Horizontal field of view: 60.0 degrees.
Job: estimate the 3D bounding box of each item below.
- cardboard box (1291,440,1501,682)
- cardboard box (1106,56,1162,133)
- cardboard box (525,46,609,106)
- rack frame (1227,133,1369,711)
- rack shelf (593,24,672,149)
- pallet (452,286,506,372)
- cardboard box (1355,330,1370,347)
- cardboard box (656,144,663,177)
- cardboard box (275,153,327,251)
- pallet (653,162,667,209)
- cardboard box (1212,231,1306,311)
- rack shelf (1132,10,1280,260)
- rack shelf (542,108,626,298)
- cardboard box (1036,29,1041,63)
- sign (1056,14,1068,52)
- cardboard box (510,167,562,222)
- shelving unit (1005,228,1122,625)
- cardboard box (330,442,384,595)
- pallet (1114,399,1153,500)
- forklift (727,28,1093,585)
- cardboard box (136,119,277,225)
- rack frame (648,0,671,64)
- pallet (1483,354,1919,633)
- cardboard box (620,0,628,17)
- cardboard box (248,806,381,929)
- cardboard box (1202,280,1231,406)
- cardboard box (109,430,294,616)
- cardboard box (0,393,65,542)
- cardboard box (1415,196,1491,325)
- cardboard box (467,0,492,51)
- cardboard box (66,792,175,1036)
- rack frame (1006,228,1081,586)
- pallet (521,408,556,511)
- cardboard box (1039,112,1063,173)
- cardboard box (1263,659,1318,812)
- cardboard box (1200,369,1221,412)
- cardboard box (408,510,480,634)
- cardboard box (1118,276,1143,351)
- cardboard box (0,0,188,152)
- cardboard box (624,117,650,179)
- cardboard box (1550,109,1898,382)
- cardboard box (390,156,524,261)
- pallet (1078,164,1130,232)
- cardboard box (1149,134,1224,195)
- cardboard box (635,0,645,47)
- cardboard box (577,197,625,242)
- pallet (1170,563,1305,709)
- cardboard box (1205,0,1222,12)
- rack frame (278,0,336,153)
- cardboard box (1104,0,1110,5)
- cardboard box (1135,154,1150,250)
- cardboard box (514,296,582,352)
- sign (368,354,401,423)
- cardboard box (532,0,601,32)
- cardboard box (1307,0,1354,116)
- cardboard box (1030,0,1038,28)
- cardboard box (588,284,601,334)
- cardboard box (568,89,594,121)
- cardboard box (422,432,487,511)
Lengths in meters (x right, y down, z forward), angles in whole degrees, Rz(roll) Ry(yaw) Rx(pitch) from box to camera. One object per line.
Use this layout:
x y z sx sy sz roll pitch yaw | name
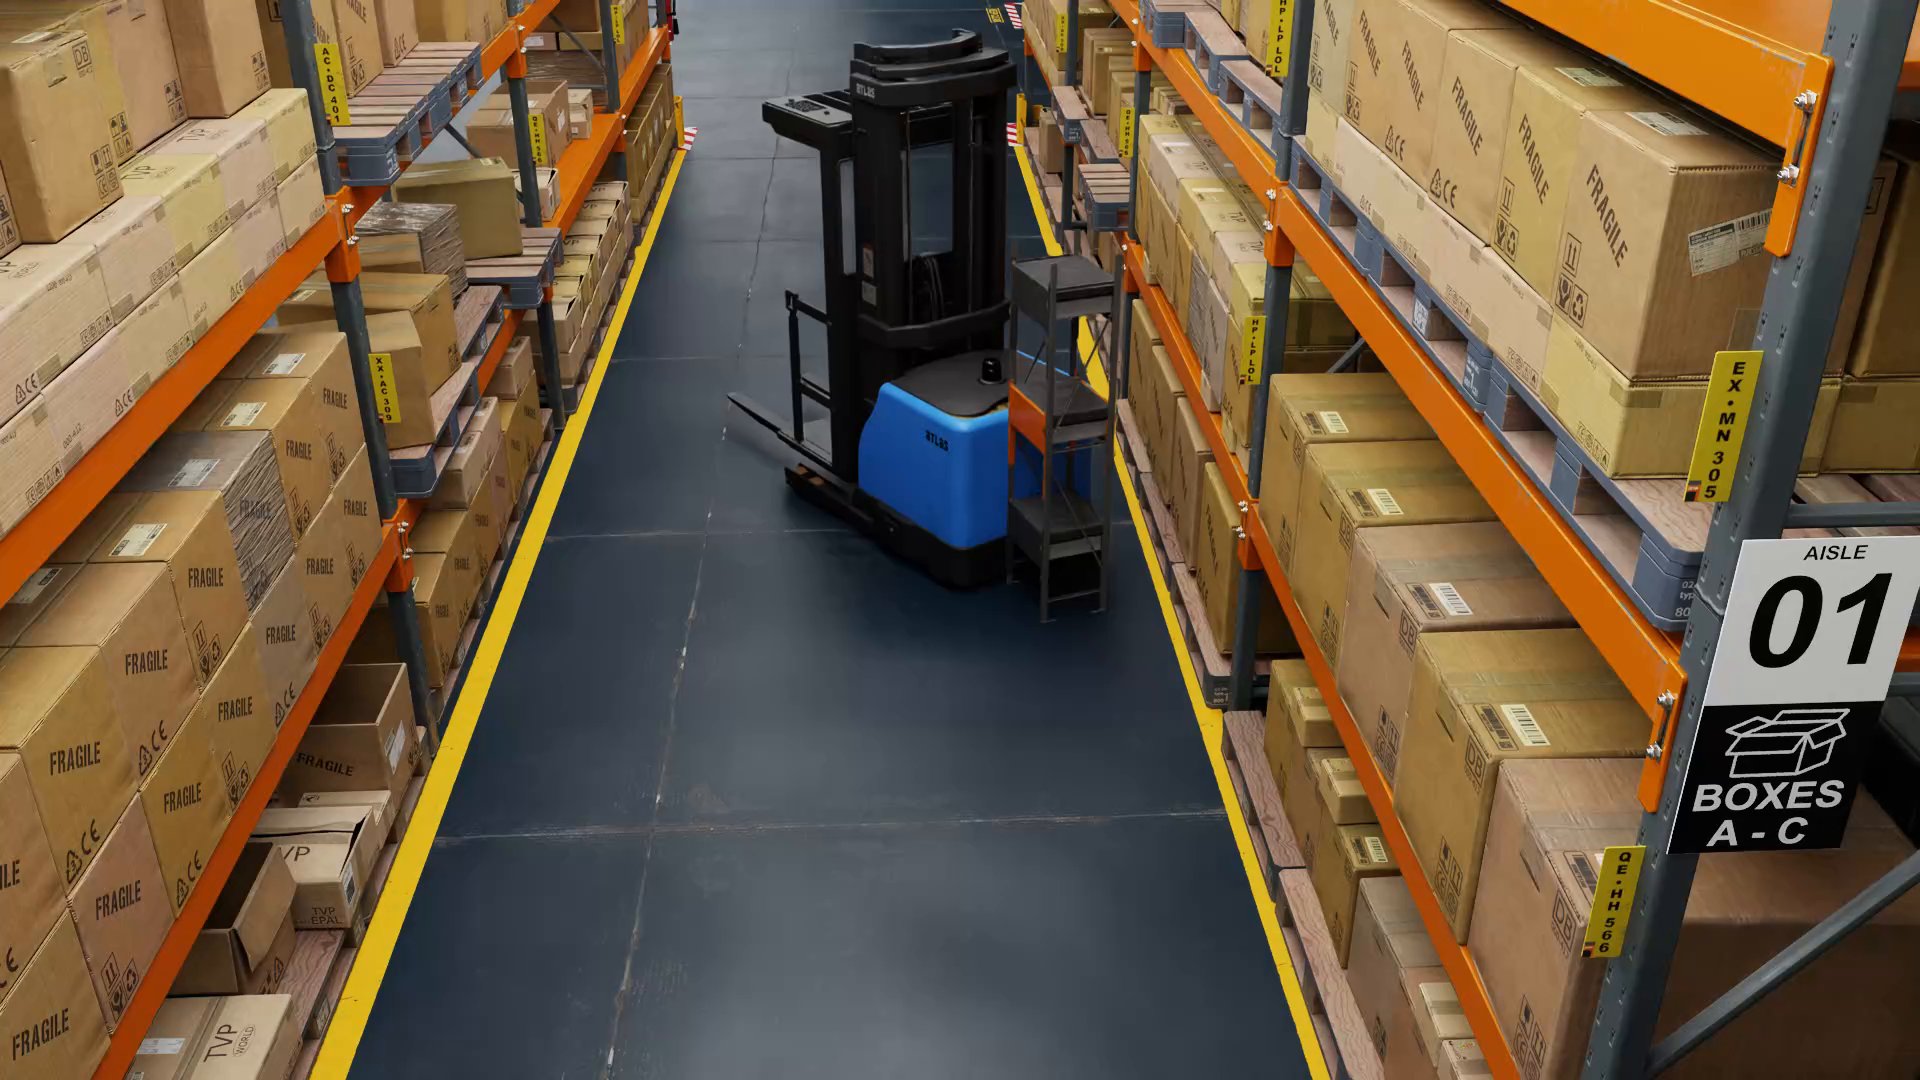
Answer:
1.903 0.066 6.556 0.980 0.700 0.700 -2 28 -4 | cardboard box
1.521 -3.526 13.183 0.700 0.500 0.500 2 28 4 | cardboard box
-3.535 -4.212 14.974 0.700 0.500 0.500 -2 28 -4 | cardboard box
1.859 -0.390 7.753 1.000 3.000 0.127 -1 28 -3 | rack frame
-3.610 -4.567 16.542 1.077 0.370 4.000 -1 28 -3 | rack shelf
-3.191 -1.132 9.385 1.003 0.211 1.213 -1 28 -3 | pallet
2.095 -1.126 7.903 0.500 0.250 0.500 -1 28 -1 | cardboard box
-3.301 -3.844 16.896 0.500 0.250 0.500 -1 28 -3 | cardboard box
-2.797 -1.314 6.444 0.500 0.250 0.500 -1 28 -3 | cardboard box
-3.572 -3.659 17.038 1.003 0.211 1.213 -1 28 -3 | pallet
1.562 -1.353 8.338 0.500 0.250 0.500 -1 28 -2 | cardboard box
1.754 -2.324 8.997 1.077 0.370 4.000 -1 28 -3 | rack shelf
-3.401 -2.720 13.000 1.077 0.370 4.000 -1 28 -3 | rack shelf
1.027 -4.932 16.604 0.500 0.250 0.500 -1 28 -2 | cardboard box
0.900 -4.451 14.605 0.100 0.325 0.005 -1 28 -3 | sign
-3.150 -2.494 11.884 0.500 0.311 0.500 -2 28 -3 | cardboard box
0.551 -0.598 9.125 0.431 2.100 0.503 -11 29 -19 | shelving unit
-2.806 -0.088 7.067 0.500 0.500 0.500 -1 28 -2 | cardboard box
1.616 -0.635 11.238 1.003 0.211 1.213 -1 28 -3 | pallet
-0.481 -1.660 10.264 1.130 2.935 3.031 -19 33 -32 | forklift
-2.769 -1.304 5.885 0.500 0.250 0.500 -1 28 -3 | cardboard box
-3.715 -5.810 18.146 1.000 3.000 0.127 -1 28 -3 | rack frame
2.018 -0.175 4.195 1.003 0.211 1.213 -1 28 -3 | pallet
-3.411 -5.139 16.049 0.380 0.149 0.250 -2 28 -3 | cardboard box
-2.736 1.331 6.885 0.500 0.311 0.500 -1 28 -3 | cardboard box
1.546 -1.017 8.505 0.500 0.500 0.500 -1 28 -2 | cardboard box
-2.747 -0.059 5.931 0.500 0.500 0.500 -1 28 -2 | cardboard box
-2.665 -0.159 4.230 0.500 0.250 0.500 -1 28 -3 | cardboard box
1.704 -0.849 4.990 0.500 0.250 0.500 -2 28 -4 | cardboard box
-3.214 -3.054 9.509 0.910 0.500 0.500 -1 28 -3 | cardboard box
-2.671 1.085 4.818 0.500 0.500 0.500 -2 28 -3 | cardboard box
0.459 -0.702 9.326 0.400 2.100 0.015 -11 29 -19 | rack frame
-3.296 -0.533 11.045 1.003 0.211 1.213 -1 28 -3 | pallet
1.197 -4.093 17.082 0.700 0.500 0.500 -3 28 -6 | cardboard box
1.795 0.880 7.567 0.700 0.500 0.500 -1 28 -2 | cardboard box
1.481 -0.794 8.778 0.380 0.149 0.250 -1 28 -3 | cardboard box
-2.909 0.170 8.908 0.500 0.500 0.500 -1 28 -2 | cardboard box
1.560 -1.655 12.407 0.700 0.500 0.500 -1 28 -2 | cardboard box
-3.140 -1.628 5.695 0.700 0.500 0.500 -1 28 -3 | cardboard box
-3.251 -3.715 15.837 0.500 0.500 0.500 -1 28 -3 | cardboard box
1.757 -0.700 3.894 0.500 0.500 0.500 -1 28 -3 | cardboard box
-3.151 -2.058 10.390 0.700 0.500 0.500 -11 29 -20 | cardboard box
1.506 -2.478 11.966 1.213 0.211 1.003 -1 28 -3 | pallet
1.445 -2.290 10.135 0.500 0.250 0.500 -2 28 -3 | cardboard box
-3.671 -5.396 17.244 0.700 0.500 0.500 -1 28 -1 | cardboard box
-3.165 -2.758 14.208 0.500 0.311 0.500 -1 28 -1 | cardboard box
1.743 0.492 9.078 1.003 0.211 1.213 -1 28 -3 | pallet
1.813 -3.340 9.583 0.700 0.500 0.500 -3 28 -5 | cardboard box
-3.088 -2.928 6.133 1.000 3.000 0.127 -1 28 -3 | rack frame
1.602 -4.820 15.578 0.500 0.500 0.500 -2 28 -3 | cardboard box
1.420 -2.191 10.757 0.500 0.500 0.500 -1 28 -1 | cardboard box
-3.031 -1.580 11.949 0.500 0.311 0.500 0 28 -1 | cardboard box
-2.546 -0.669 7.352 0.100 0.325 0.005 -1 28 -3 | sign
-3.535 -4.787 14.674 0.700 0.500 0.500 -1 28 -2 | cardboard box
1.616 -1.880 6.157 0.500 0.500 0.500 -2 28 -3 | cardboard box
0.993 -5.511 16.903 0.500 0.500 0.500 -2 28 -4 | cardboard box
-3.091 -1.804 12.984 0.500 0.250 0.500 -2 28 -4 | cardboard box
-3.436 -3.670 14.205 0.500 0.250 0.500 0 28 1 | cardboard box
-2.922 -0.379 9.149 0.500 0.250 0.500 -1 28 -3 | cardboard box
